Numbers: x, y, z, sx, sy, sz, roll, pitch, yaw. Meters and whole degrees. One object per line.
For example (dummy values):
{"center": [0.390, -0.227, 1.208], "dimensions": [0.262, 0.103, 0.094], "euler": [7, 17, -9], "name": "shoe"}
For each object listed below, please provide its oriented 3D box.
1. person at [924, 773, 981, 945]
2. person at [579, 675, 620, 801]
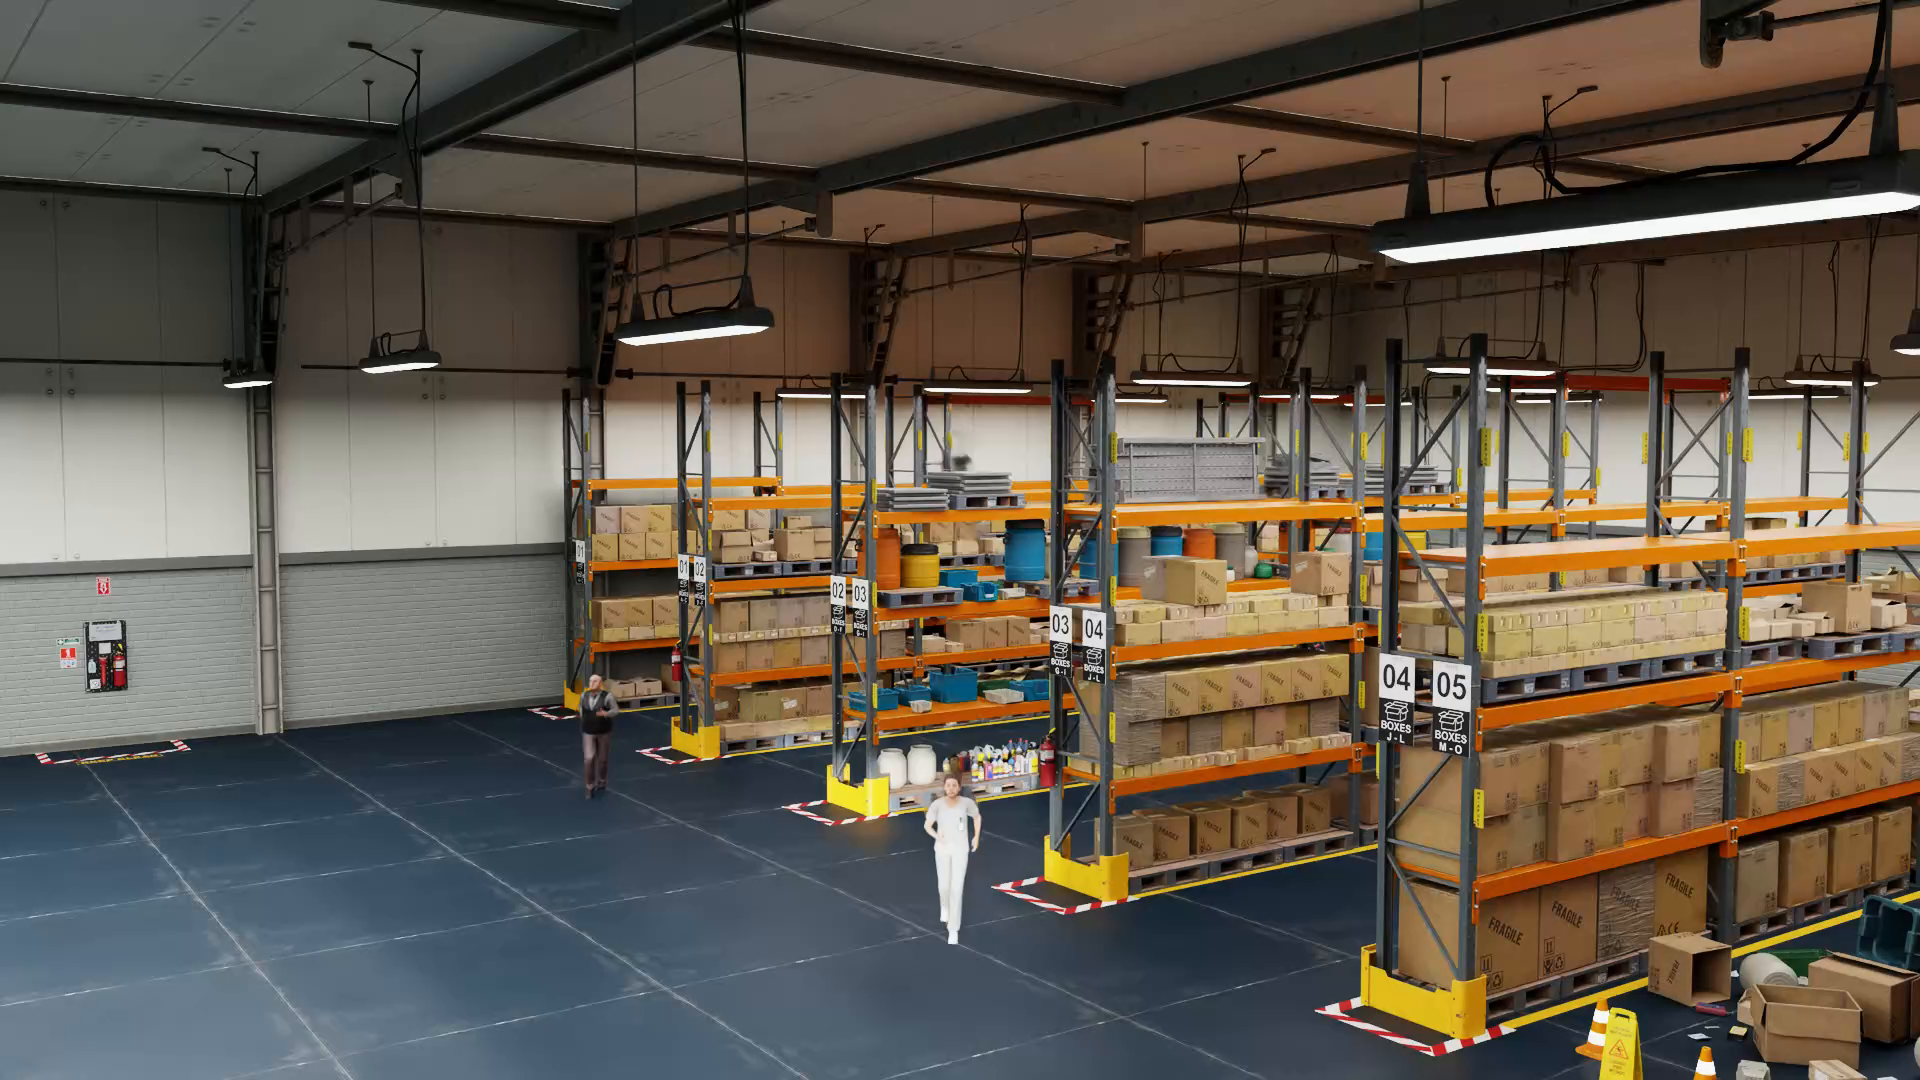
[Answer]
{"center": [-0.074, 3.228, 17.152], "dimensions": [0.586, 1.685, 0.847], "euler": [0, 4, 1], "name": "person"}
{"center": [-5.145, 2.801, 23.675], "dimensions": [0.626, 1.792, 0.776], "euler": [0, 4, -3], "name": "person"}
